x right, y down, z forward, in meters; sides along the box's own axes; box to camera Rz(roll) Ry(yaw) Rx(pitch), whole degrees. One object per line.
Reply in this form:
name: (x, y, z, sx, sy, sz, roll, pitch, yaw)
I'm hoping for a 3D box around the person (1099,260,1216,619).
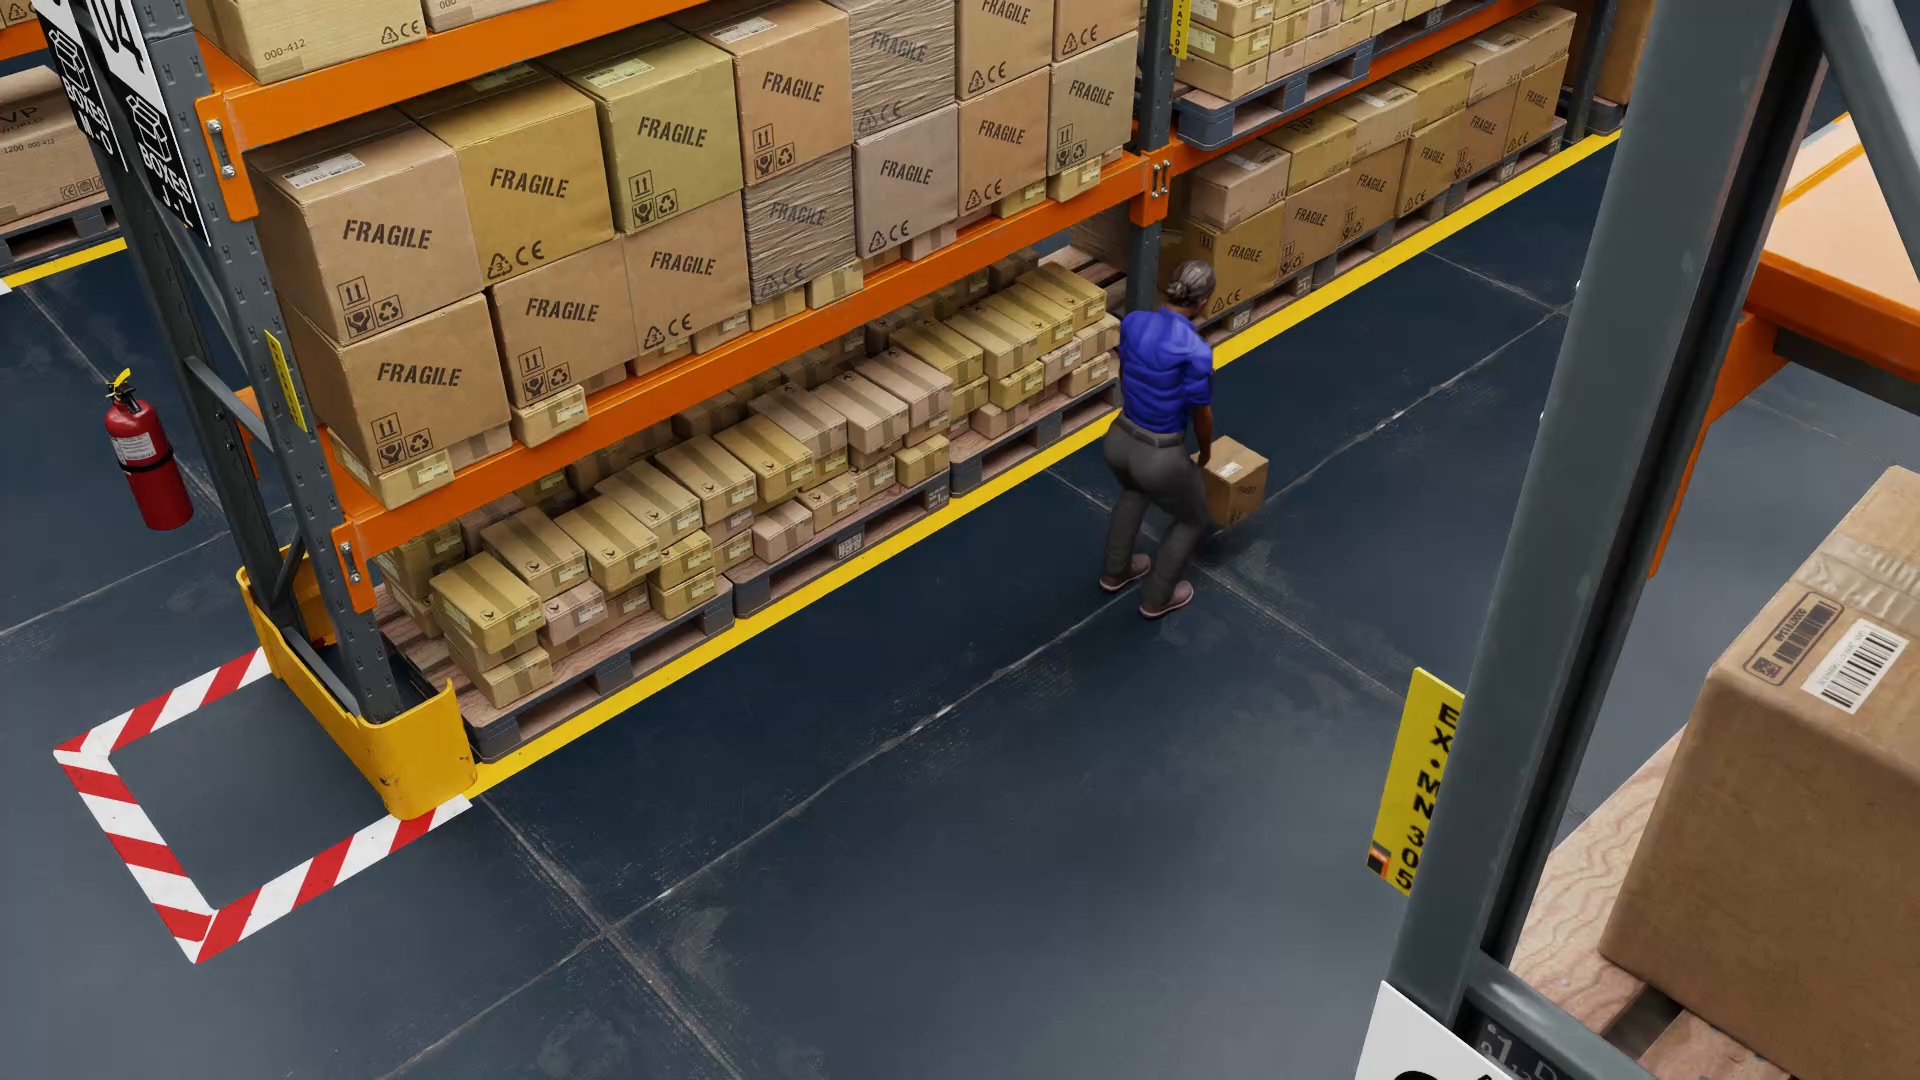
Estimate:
person: (0.790, -0.394, 6.728, 0.471, 1.544, 0.476, -30, 48, -31)
